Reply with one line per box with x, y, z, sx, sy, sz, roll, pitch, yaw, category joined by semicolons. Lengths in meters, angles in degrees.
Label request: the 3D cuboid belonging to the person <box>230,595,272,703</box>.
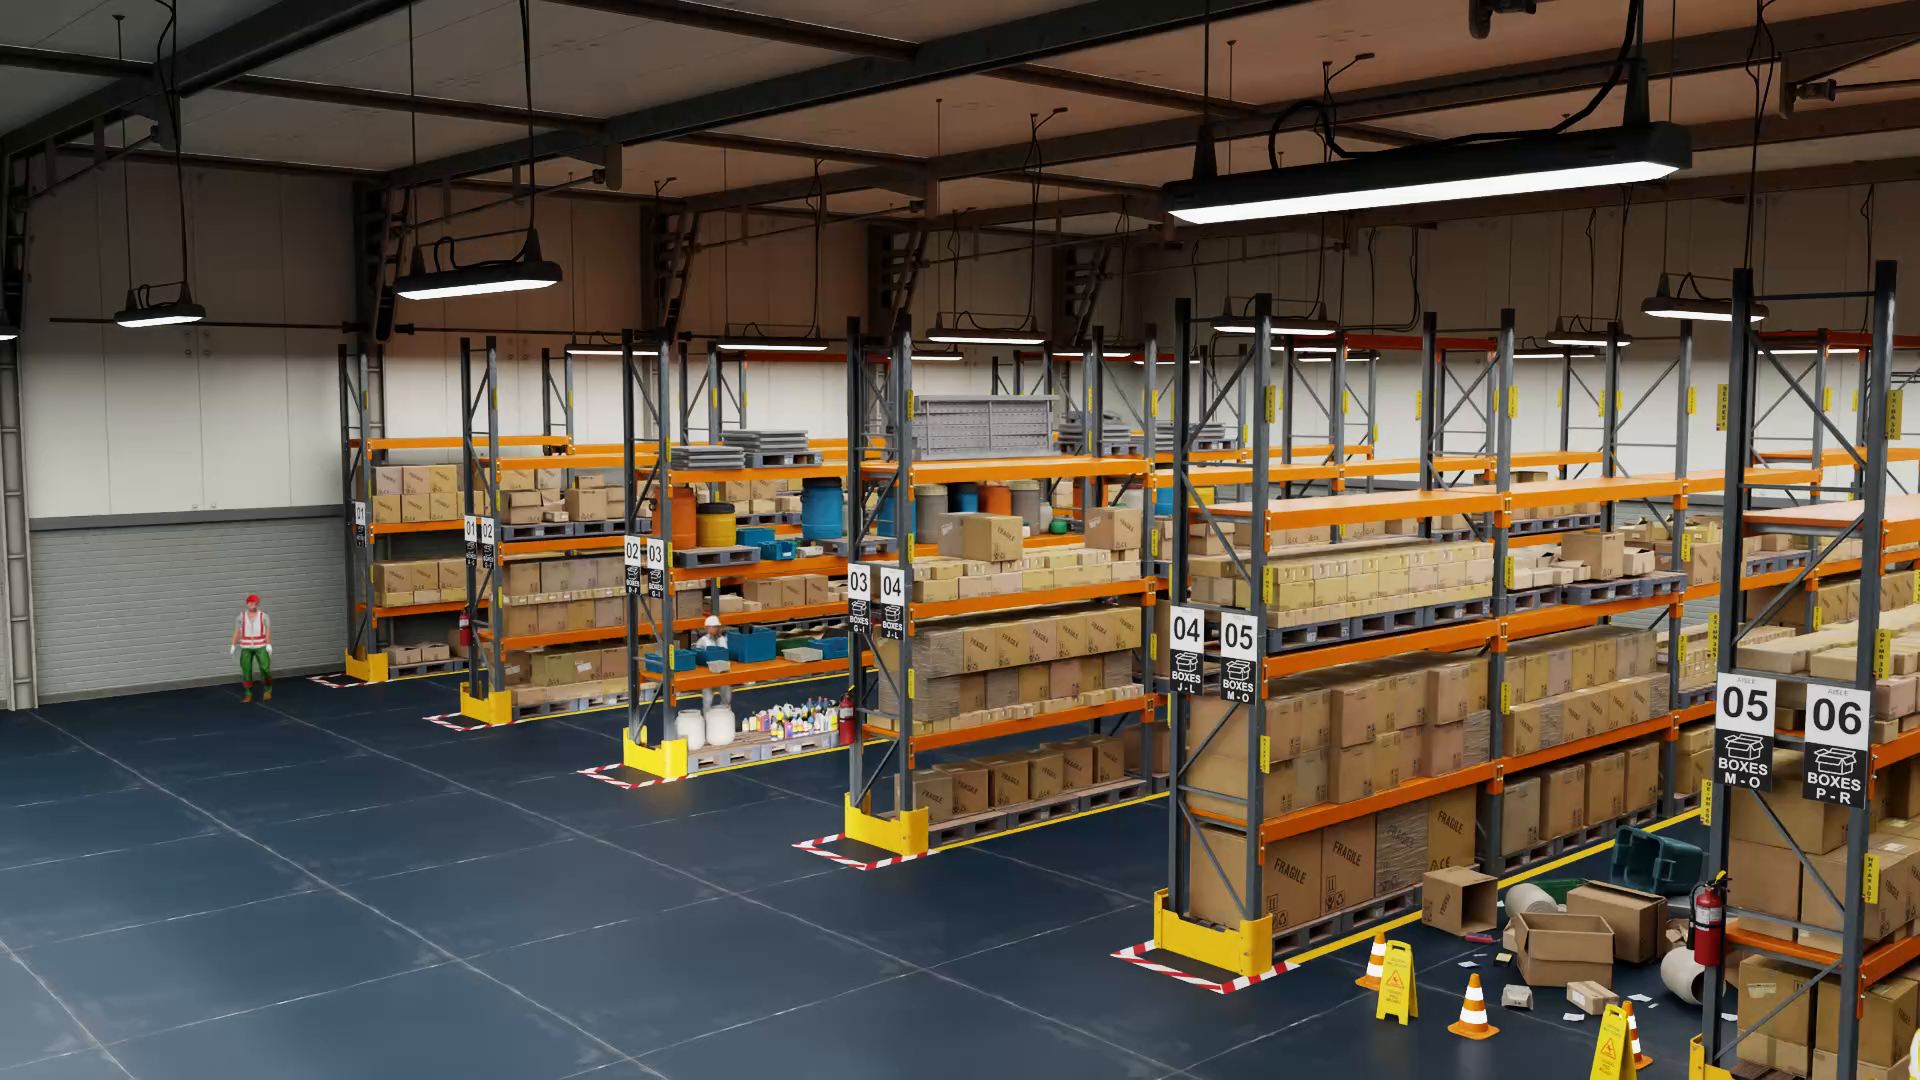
-11.784;1.805;27.638;0.629;1.793;0.404;-2;5;-20;person

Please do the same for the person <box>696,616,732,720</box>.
-3.722;2.067;25.149;0.606;1.850;0.387;-3;6;-30;person

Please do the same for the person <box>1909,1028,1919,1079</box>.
5.883;3.389;10.009;0.552;1.759;0.624;2;6;23;person
